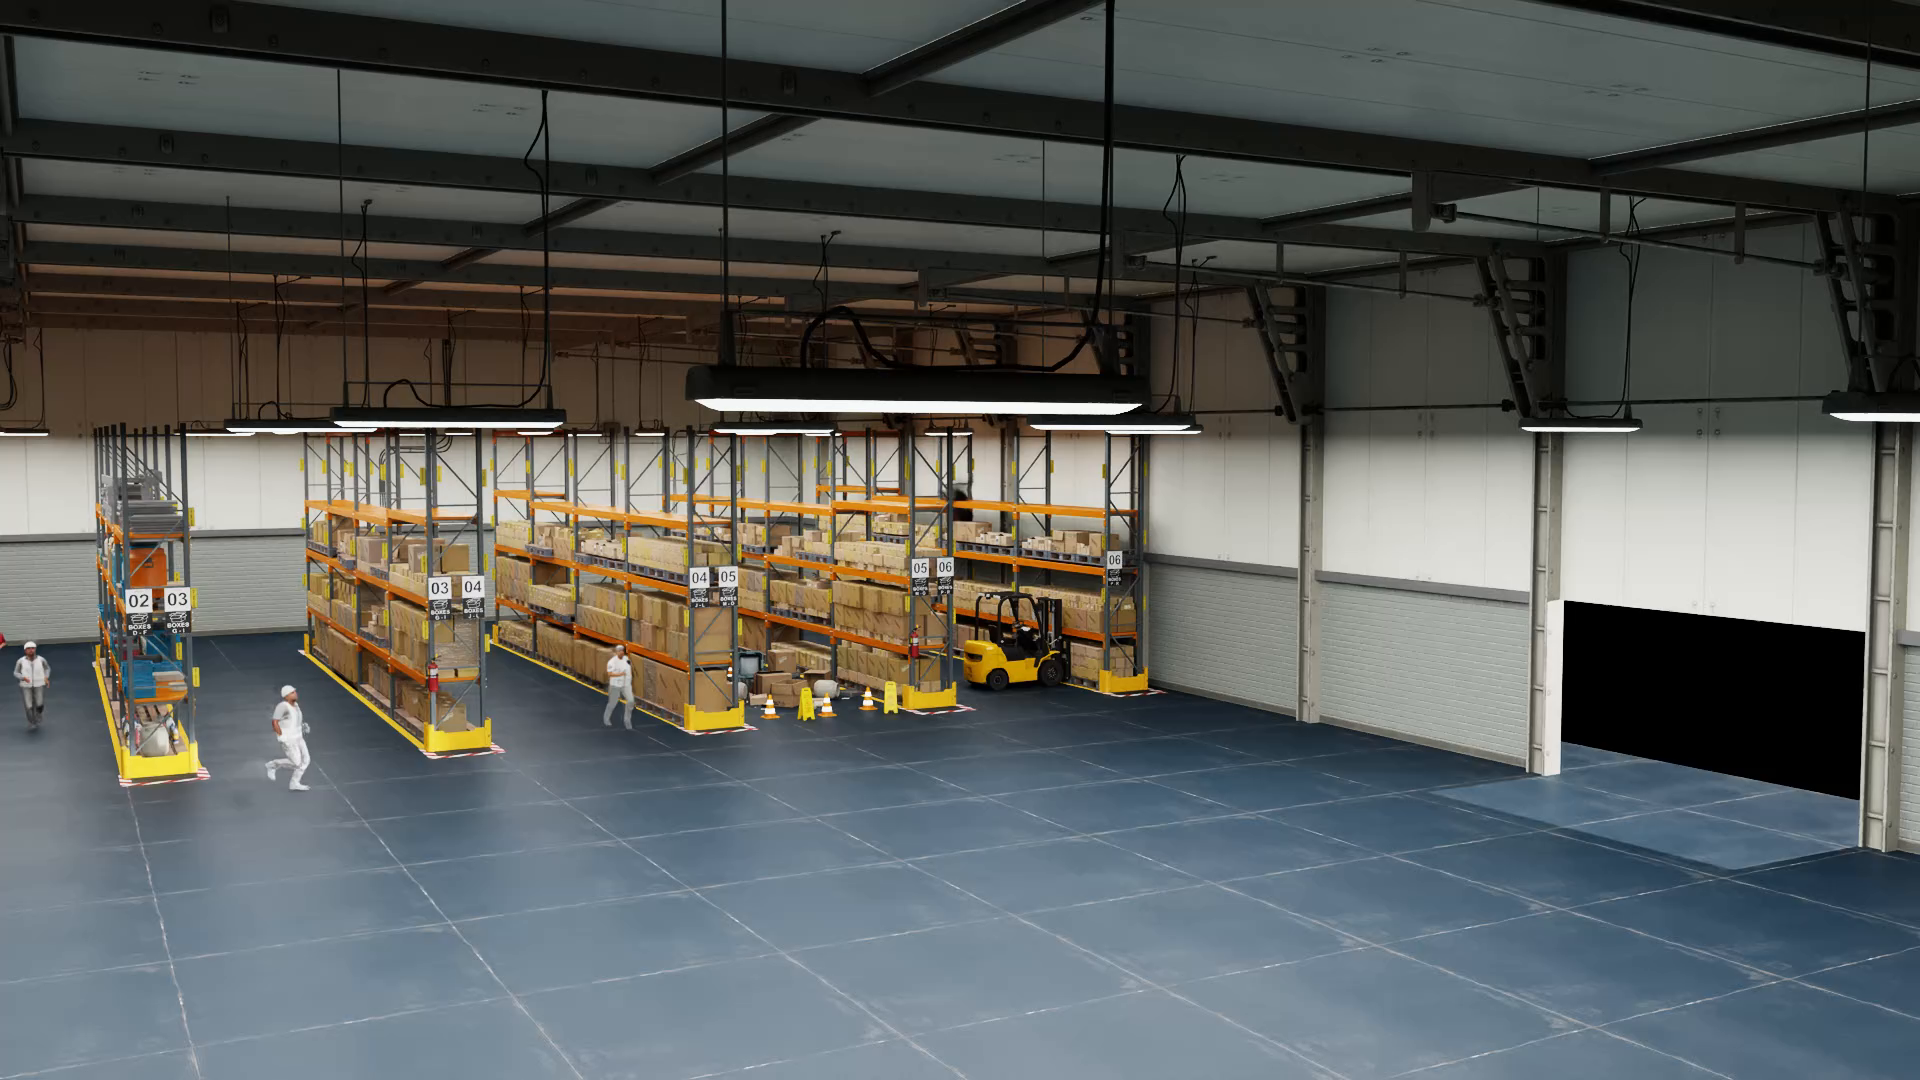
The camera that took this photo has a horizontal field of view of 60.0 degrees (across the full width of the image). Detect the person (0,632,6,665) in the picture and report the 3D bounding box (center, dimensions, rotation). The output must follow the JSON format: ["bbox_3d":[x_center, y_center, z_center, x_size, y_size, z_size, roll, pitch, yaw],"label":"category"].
[{"bbox_3d":[-21.463,2.646,36.800,0.636,1.745,0.693,-3,4,-39],"label":"person"}]

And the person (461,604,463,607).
[{"bbox_3d":[-12.212,2.363,41.160,0.674,1.721,0.569,-2,4,-30],"label":"person"}]

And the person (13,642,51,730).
[{"bbox_3d":[-18.280,2.874,32.789,0.655,1.731,0.571,-2,4,-33],"label":"person"}]

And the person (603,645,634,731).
[{"bbox_3d":[-6.725,2.910,32.890,0.609,1.711,0.876,-2,4,-35],"label":"person"}]

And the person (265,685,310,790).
[{"bbox_3d":[-10.960,3.222,27.104,0.641,1.709,0.678,0,3,4],"label":"person"}]
